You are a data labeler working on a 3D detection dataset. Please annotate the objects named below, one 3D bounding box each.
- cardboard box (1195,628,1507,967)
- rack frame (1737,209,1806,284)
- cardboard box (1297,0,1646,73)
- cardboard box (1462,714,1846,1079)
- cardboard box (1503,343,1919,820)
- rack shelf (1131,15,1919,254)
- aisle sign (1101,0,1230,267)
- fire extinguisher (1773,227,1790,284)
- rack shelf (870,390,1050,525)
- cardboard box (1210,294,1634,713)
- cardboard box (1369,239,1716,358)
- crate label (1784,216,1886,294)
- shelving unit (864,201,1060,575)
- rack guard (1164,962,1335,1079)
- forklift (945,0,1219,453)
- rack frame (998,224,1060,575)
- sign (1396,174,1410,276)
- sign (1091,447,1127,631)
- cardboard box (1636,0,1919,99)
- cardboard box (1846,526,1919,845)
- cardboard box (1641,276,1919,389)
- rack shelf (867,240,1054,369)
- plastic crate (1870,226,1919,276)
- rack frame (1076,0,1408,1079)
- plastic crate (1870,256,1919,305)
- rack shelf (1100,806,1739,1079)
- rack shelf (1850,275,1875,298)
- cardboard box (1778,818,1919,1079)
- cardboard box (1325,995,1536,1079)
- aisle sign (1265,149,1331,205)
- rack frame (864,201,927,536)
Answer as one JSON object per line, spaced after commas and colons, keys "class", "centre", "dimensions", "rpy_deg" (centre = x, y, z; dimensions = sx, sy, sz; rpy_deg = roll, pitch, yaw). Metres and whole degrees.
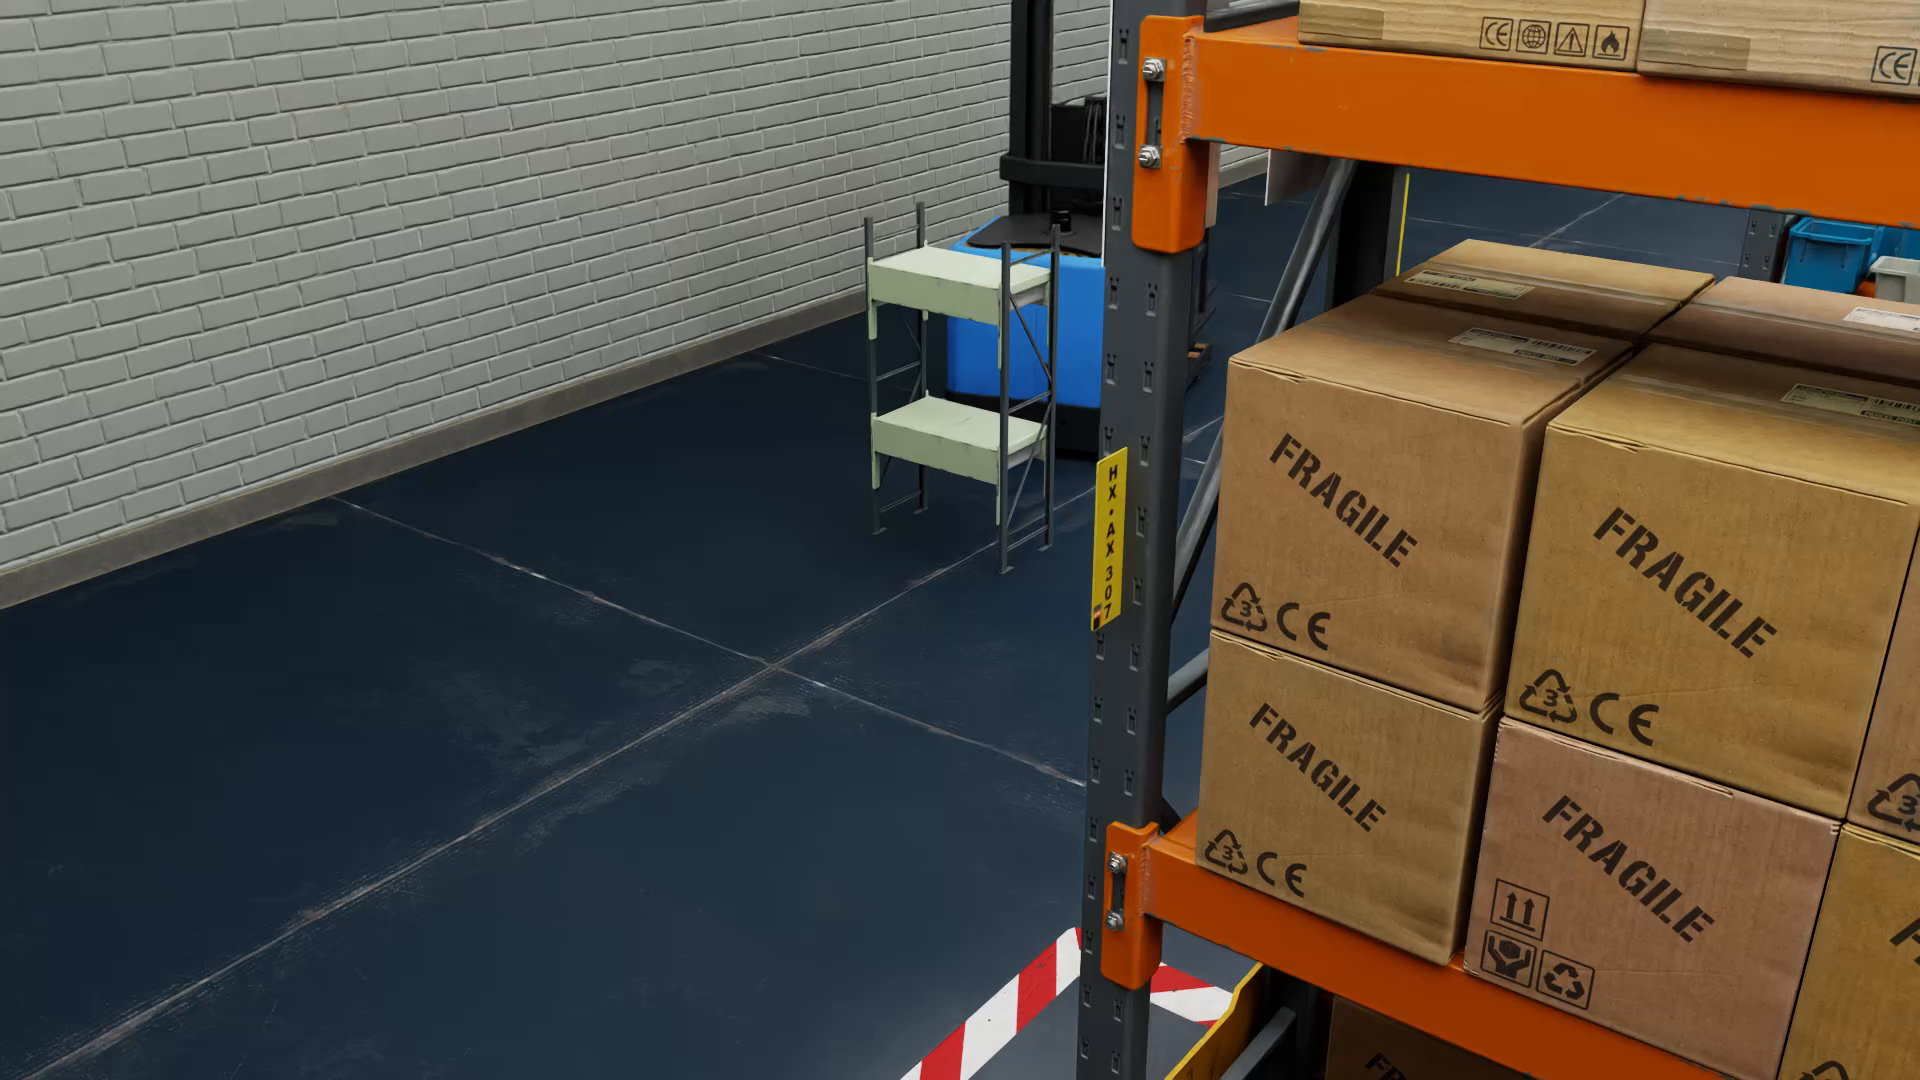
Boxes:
{"class": "cardboard box", "centre": [0.789, 0.368, 3.071], "dimensions": [0.500, 0.500, 0.500], "rpy_deg": [18, 29, 34]}
{"class": "rack frame", "centre": [3.566, -1.376, 7.153], "dimensions": [0.127, 3.000, 1.000], "rpy_deg": [17, 29, 33]}
{"class": "cardboard box", "centre": [0.851, -0.877, 2.485], "dimensions": [0.500, 0.250, 0.500], "rpy_deg": [17, 29, 33]}
{"class": "cardboard box", "centre": [1.205, 0.491, 2.792], "dimensions": [0.500, 0.500, 0.500], "rpy_deg": [16, 29, 33]}
{"class": "cardboard box", "centre": [1.212, 0.034, 2.588], "dimensions": [0.500, 0.500, 0.500], "rpy_deg": [17, 29, 34]}
{"class": "rack shelf", "centre": [2.192, -0.339, 1.971], "dimensions": [4.000, 0.370, 1.077], "rpy_deg": [17, 29, 33]}
{"class": "aisle sign", "centre": [0.361, -0.890, 2.826], "dimensions": [0.004, 0.787, 0.394], "rpy_deg": [17, 29, 33]}
{"class": "fire extinguisher", "centre": [3.718, -1.353, 7.660], "dimensions": [0.183, 0.674, 0.296], "rpy_deg": [17, 29, 33]}
{"class": "rack shelf", "centre": [0.005, -0.386, 7.575], "dimensions": [0.720, 0.370, 0.431], "rpy_deg": [17, 29, 33]}
{"class": "cardboard box", "centre": [0.789, -0.090, 2.870], "dimensions": [0.500, 0.500, 0.500], "rpy_deg": [18, 29, 35]}
{"class": "cardboard box", "centre": [1.113, -0.263, 3.263], "dimensions": [0.500, 0.500, 0.500], "rpy_deg": [17, 29, 33]}
{"class": "crate label", "centre": [3.566, -1.161, 6.798], "dimensions": [0.303, 0.233, 0.416], "rpy_deg": [17, 29, 33]}
{"class": "shelving unit", "centre": [0.005, -0.685, 7.444], "dimensions": [0.755, 1.500, 0.431], "rpy_deg": [17, 29, 33]}
{"class": "rack guard", "centre": [0.653, 1.383, 3.990], "dimensions": [0.348, 0.500, 1.175], "rpy_deg": [17, 29, 33]}
{"class": "forklift", "centre": [0.896, -2.346, 9.439], "dimensions": [1.130, 2.935, 3.031], "rpy_deg": [8, 25, 18]}
{"class": "rack frame", "centre": [0.298, -0.596, 7.243], "dimensions": [0.023, 1.500, 0.400], "rpy_deg": [17, 29, 33]}
{"class": "sign", "centre": [0.941, -0.628, 3.626], "dimensions": [0.005, 0.325, 0.100], "rpy_deg": [17, 29, 33]}
{"class": "sign", "centre": [0.267, 0.000, 2.956], "dimensions": [0.005, 0.325, 0.100], "rpy_deg": [17, 29, 33]}
{"class": "cardboard box", "centre": [1.243, -0.752, 2.202], "dimensions": [0.500, 0.250, 0.500], "rpy_deg": [17, 29, 33]}
{"class": "cardboard box", "centre": [1.609, 0.157, 2.310], "dimensions": [0.500, 0.500, 0.500], "rpy_deg": [17, 29, 34]}
{"class": "cardboard box", "centre": [1.518, -0.141, 2.987], "dimensions": [0.500, 0.500, 0.500], "rpy_deg": [18, 29, 35]}
{"class": "rack shelf", "centre": [0.005, -1.042, 7.287], "dimensions": [0.720, 0.370, 0.431], "rpy_deg": [17, 29, 33]}
{"class": "plastic crate", "centre": [3.946, -1.399, 7.087], "dimensions": [0.499, 0.435, 0.616], "rpy_deg": [17, 29, 33]}
{"class": "rack frame", "centre": [0.592, 0.221, 3.528], "dimensions": [0.127, 3.000, 1.000], "rpy_deg": [17, 29, 33]}
{"class": "plastic crate", "centre": [3.773, -1.013, 6.581], "dimensions": [0.298, 0.136, 0.250], "rpy_deg": [17, 29, 33]}
{"class": "rack shelf", "centre": [2.192, 1.034, 2.575], "dimensions": [4.000, 0.370, 1.077], "rpy_deg": [17, 29, 33]}
{"class": "rack shelf", "centre": [5.166, -0.563, 6.201], "dimensions": [4.000, 0.370, 1.077], "rpy_deg": [17, 29, 33]}
{"class": "cardboard box", "centre": [1.605, 0.613, 2.514], "dimensions": [0.500, 0.500, 0.500], "rpy_deg": [17, 29, 33]}
{"class": "cardboard box", "centre": [1.175, 1.216, 3.825], "dimensions": [0.500, 0.500, 0.500], "rpy_deg": [17, 29, 33]}
{"class": "aisle sign", "centre": [0.721, -1.084, 3.266], "dimensions": [0.004, 0.787, 0.394], "rpy_deg": [17, 29, 33]}
{"class": "rack frame", "centre": [-0.288, -0.773, 7.645], "dimensions": [0.023, 1.500, 0.400], "rpy_deg": [17, 29, 33]}
